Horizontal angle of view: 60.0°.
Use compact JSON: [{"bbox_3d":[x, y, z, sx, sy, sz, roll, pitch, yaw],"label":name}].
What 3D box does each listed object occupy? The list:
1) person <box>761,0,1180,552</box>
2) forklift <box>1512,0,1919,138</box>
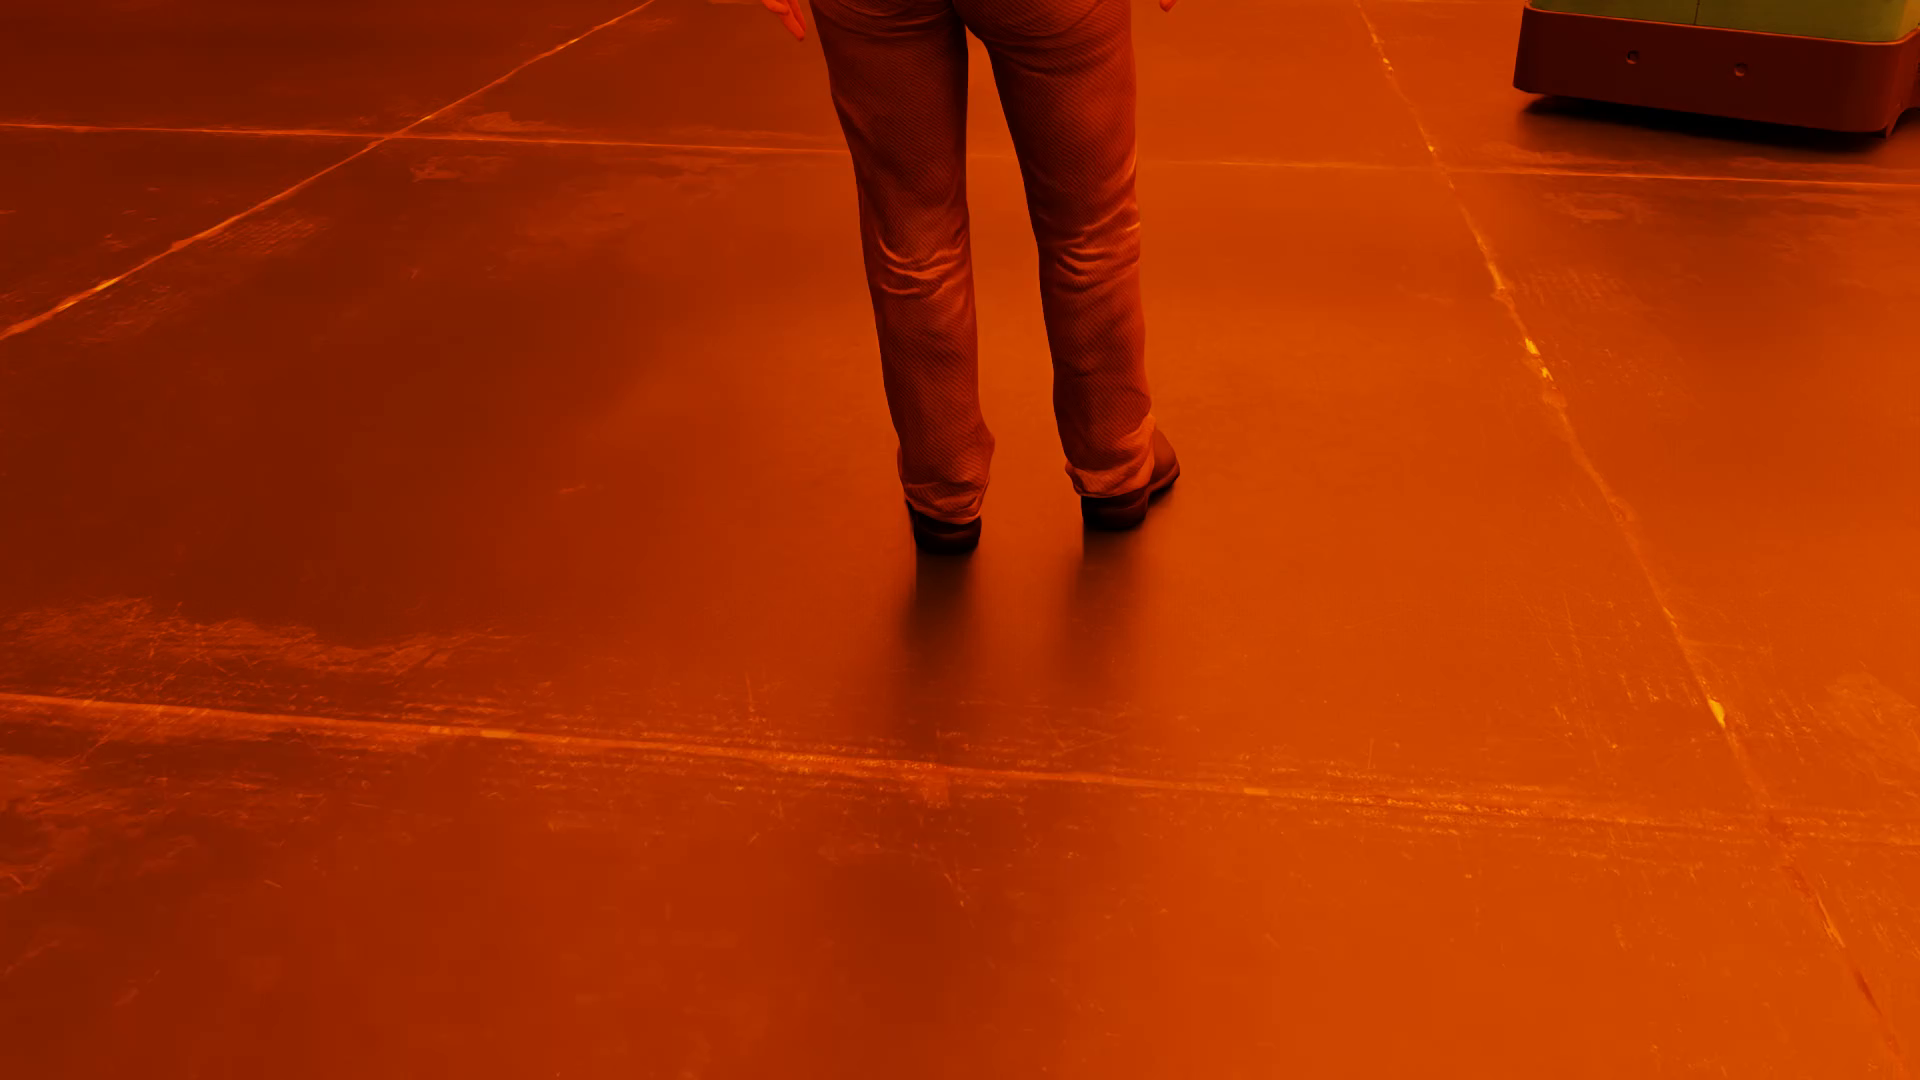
[{"bbox_3d":[0.016,-0.804,2.166,0.632,1.720,0.568,3,27,7],"label":"person"},{"bbox_3d":[3.009,-3.031,5.293,1.130,2.935,3.031,19,32,33],"label":"forklift"}]
